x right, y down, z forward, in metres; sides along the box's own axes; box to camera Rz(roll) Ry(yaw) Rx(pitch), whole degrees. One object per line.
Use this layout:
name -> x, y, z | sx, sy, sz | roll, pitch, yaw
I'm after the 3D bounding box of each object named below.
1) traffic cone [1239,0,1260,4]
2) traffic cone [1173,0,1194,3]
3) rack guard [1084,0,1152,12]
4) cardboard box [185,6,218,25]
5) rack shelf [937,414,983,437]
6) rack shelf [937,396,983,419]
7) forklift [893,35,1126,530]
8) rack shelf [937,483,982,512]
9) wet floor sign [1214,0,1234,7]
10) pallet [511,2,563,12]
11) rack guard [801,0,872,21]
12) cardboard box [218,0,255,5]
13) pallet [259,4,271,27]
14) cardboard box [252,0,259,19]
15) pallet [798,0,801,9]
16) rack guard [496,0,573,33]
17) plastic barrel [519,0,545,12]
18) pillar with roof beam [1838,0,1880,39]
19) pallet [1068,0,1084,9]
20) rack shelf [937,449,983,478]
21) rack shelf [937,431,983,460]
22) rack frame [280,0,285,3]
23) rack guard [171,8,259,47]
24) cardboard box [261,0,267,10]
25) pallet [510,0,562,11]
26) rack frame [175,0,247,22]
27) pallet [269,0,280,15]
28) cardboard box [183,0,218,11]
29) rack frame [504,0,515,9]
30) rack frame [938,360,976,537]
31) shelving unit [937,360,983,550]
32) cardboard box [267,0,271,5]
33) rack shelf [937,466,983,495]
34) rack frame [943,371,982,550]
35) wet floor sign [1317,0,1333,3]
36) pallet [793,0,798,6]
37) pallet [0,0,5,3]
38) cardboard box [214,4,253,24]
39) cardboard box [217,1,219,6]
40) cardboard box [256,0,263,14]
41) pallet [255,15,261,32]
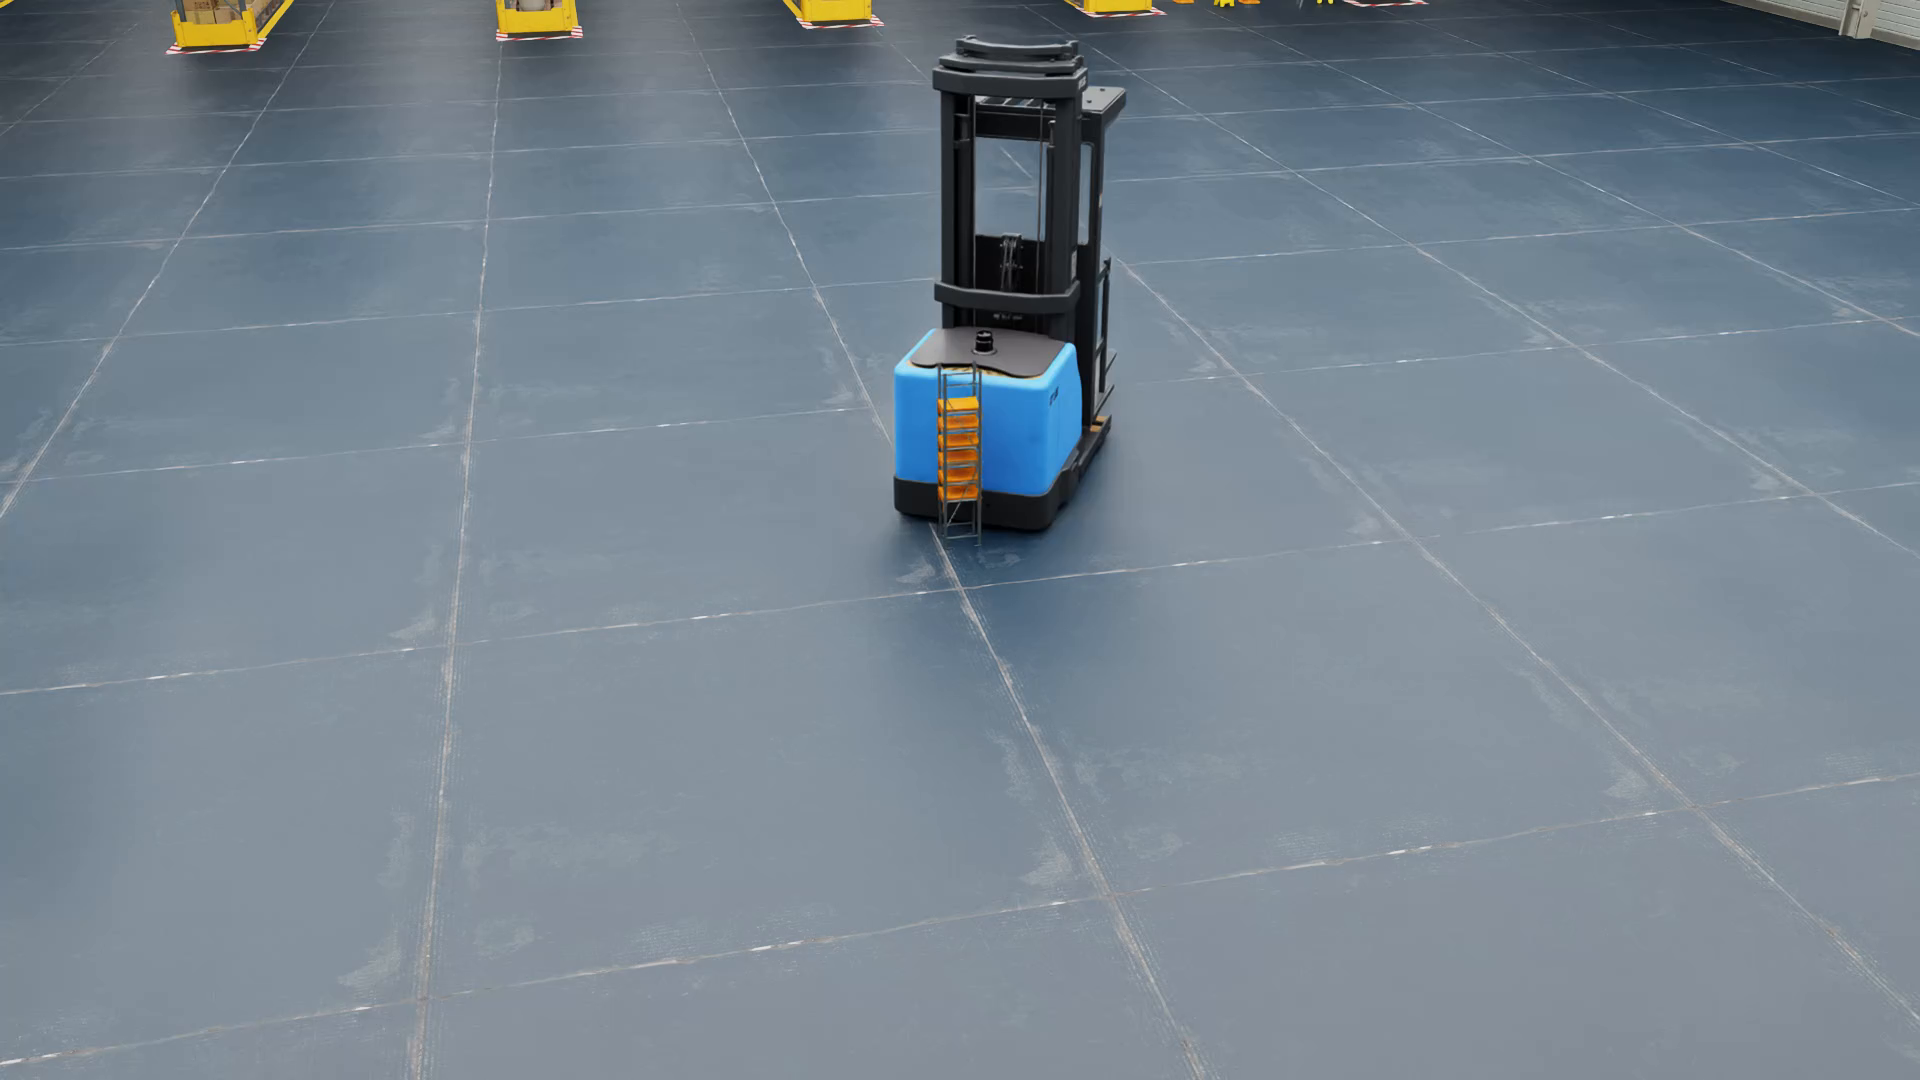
traffic cone -> 5.206, -9.882, 29.815 | 0.336, 0.463, 0.334 | -6, 27, -12
traffic cone -> 4.028, -9.917, 29.884 | 0.336, 0.463, 0.334 | -6, 27, -12
rack guard -> 2.770, -9.545, 29.107 | 1.175, 0.500, 0.348 | -6, 27, -12
cardboard box -> -12.152, -8.374, 26.596 | 0.500, 0.250, 0.500 | -6, 27, -12
rack shelf -> -0.002, -0.700, 10.371 | 0.258, 0.103, 0.180 | -5, 27, -10
rack shelf -> -0.002, -0.807, 10.317 | 0.258, 0.103, 0.180 | -5, 27, -10
forklift -> 0.482, -2.018, 11.496 | 1.130, 2.935, 3.031 | 8, 28, 15
rack shelf -> -0.002, -0.271, 10.587 | 0.258, 0.103, 0.180 | -5, 27, -10
wet floor sign -> 4.700, -9.809, 29.468 | 0.267, 0.644, 0.232 | -11, 29, -20
pallet -> -7.157, -8.850, 28.050 | 1.003, 0.211, 1.213 | -6, 27, -12
rack guard -> -2.108, -9.130, 28.284 | 1.175, 0.500, 0.348 | -6, 27, -12
cardboard box -> -11.761, -8.980, 26.966 | 0.500, 0.500, 0.500 | -6, 27, -12
pallet -> -12.227, -8.829, 28.009 | 1.003, 0.211, 1.213 | -6, 27, -12
cardboard box -> -11.763, -8.645, 27.135 | 0.500, 0.250, 0.500 | -6, 27, -12
pallet -> -2.256, -9.361, 29.062 | 1.003, 0.211, 1.213 | -6, 27, -12
rack guard -> -6.979, -8.622, 27.278 | 1.175, 0.500, 0.348 | -6, 27, -12
plastic barrel -> -7.139, -9.068, 27.681 | 0.421, 0.512, 0.421 | 0, 27, 0
pillar with roof beam -> 10.279, -11.729, 24.000 | 9.100, 9.000, 0.400 | -6, 27, -12
pallet -> 2.508, -9.770, 29.872 | 1.003, 0.211, 1.213 | -6, 27, -12
rack shelf -> -0.002, -0.485, 10.479 | 0.258, 0.103, 0.180 | -5, 27, -10
rack shelf -> -0.002, -0.593, 10.425 | 0.258, 0.103, 0.180 | -5, 27, -10
rack frame -> -12.644, -10.964, 29.144 | 1.000, 3.000, 0.127 | -6, 27, -12
rack guard -> -11.737, -8.082, 26.207 | 1.175, 0.500, 0.348 | -6, 27, -12
cardboard box -> -11.983, -9.085, 28.006 | 0.500, 0.250, 0.500 | -6, 27, -12
pallet -> -7.428, -9.385, 29.110 | 1.003, 0.211, 1.213 | -6, 27, -12
rack frame -> -11.743, -9.208, 25.665 | 1.000, 3.000, 0.127 | -6, 27, -12
pallet -> -12.506, -9.366, 29.072 | 1.003, 0.211, 1.213 | -6, 27, -12
cardboard box -> -12.154, -8.708, 26.427 | 0.500, 0.500, 0.500 | -6, 27, -12
rack frame -> -6.916, -9.710, 26.658 | 1.000, 3.000, 0.127 | -6, 27, -12
rack frame -> -0.019, -0.566, 10.539 | 0.240, 1.200, 0.006 | -5, 27, -10
shelving unit -> -0.002, -0.525, 10.459 | 0.258, 1.200, 0.189 | -5, 27, -10
cardboard box -> -12.097, -9.304, 28.440 | 0.500, 0.250, 0.500 | -6, 27, -12
rack shelf -> -0.002, -0.378, 10.533 | 0.258, 0.103, 0.180 | -5, 27, -10
rack frame -> 0.016, -0.485, 10.379 | 0.240, 1.200, 0.006 | -5, 27, -10
wet floor sign -> 6.565, -9.976, 29.798 | 0.267, 0.644, 0.232 | 3, 27, 6
pallet -> -2.528, -9.896, 30.121 | 1.003, 0.211, 1.213 | -6, 27, -12
pallet -> -17.647, -9.556, 29.449 | 1.003, 0.211, 1.213 | -6, 27, -12
cardboard box -> -11.647, -8.426, 26.701 | 0.500, 0.250, 0.500 | -6, 27, -12
cardboard box -> -12.276, -8.592, 27.029 | 0.500, 0.250, 0.500 | -6, 27, -12
cardboard box -> -11.875, -8.865, 27.570 | 0.500, 0.250, 0.500 | -6, 27, -12
pallet -> -11.956, -8.295, 26.950 | 1.003, 0.211, 1.213 | -6, 27, -12
